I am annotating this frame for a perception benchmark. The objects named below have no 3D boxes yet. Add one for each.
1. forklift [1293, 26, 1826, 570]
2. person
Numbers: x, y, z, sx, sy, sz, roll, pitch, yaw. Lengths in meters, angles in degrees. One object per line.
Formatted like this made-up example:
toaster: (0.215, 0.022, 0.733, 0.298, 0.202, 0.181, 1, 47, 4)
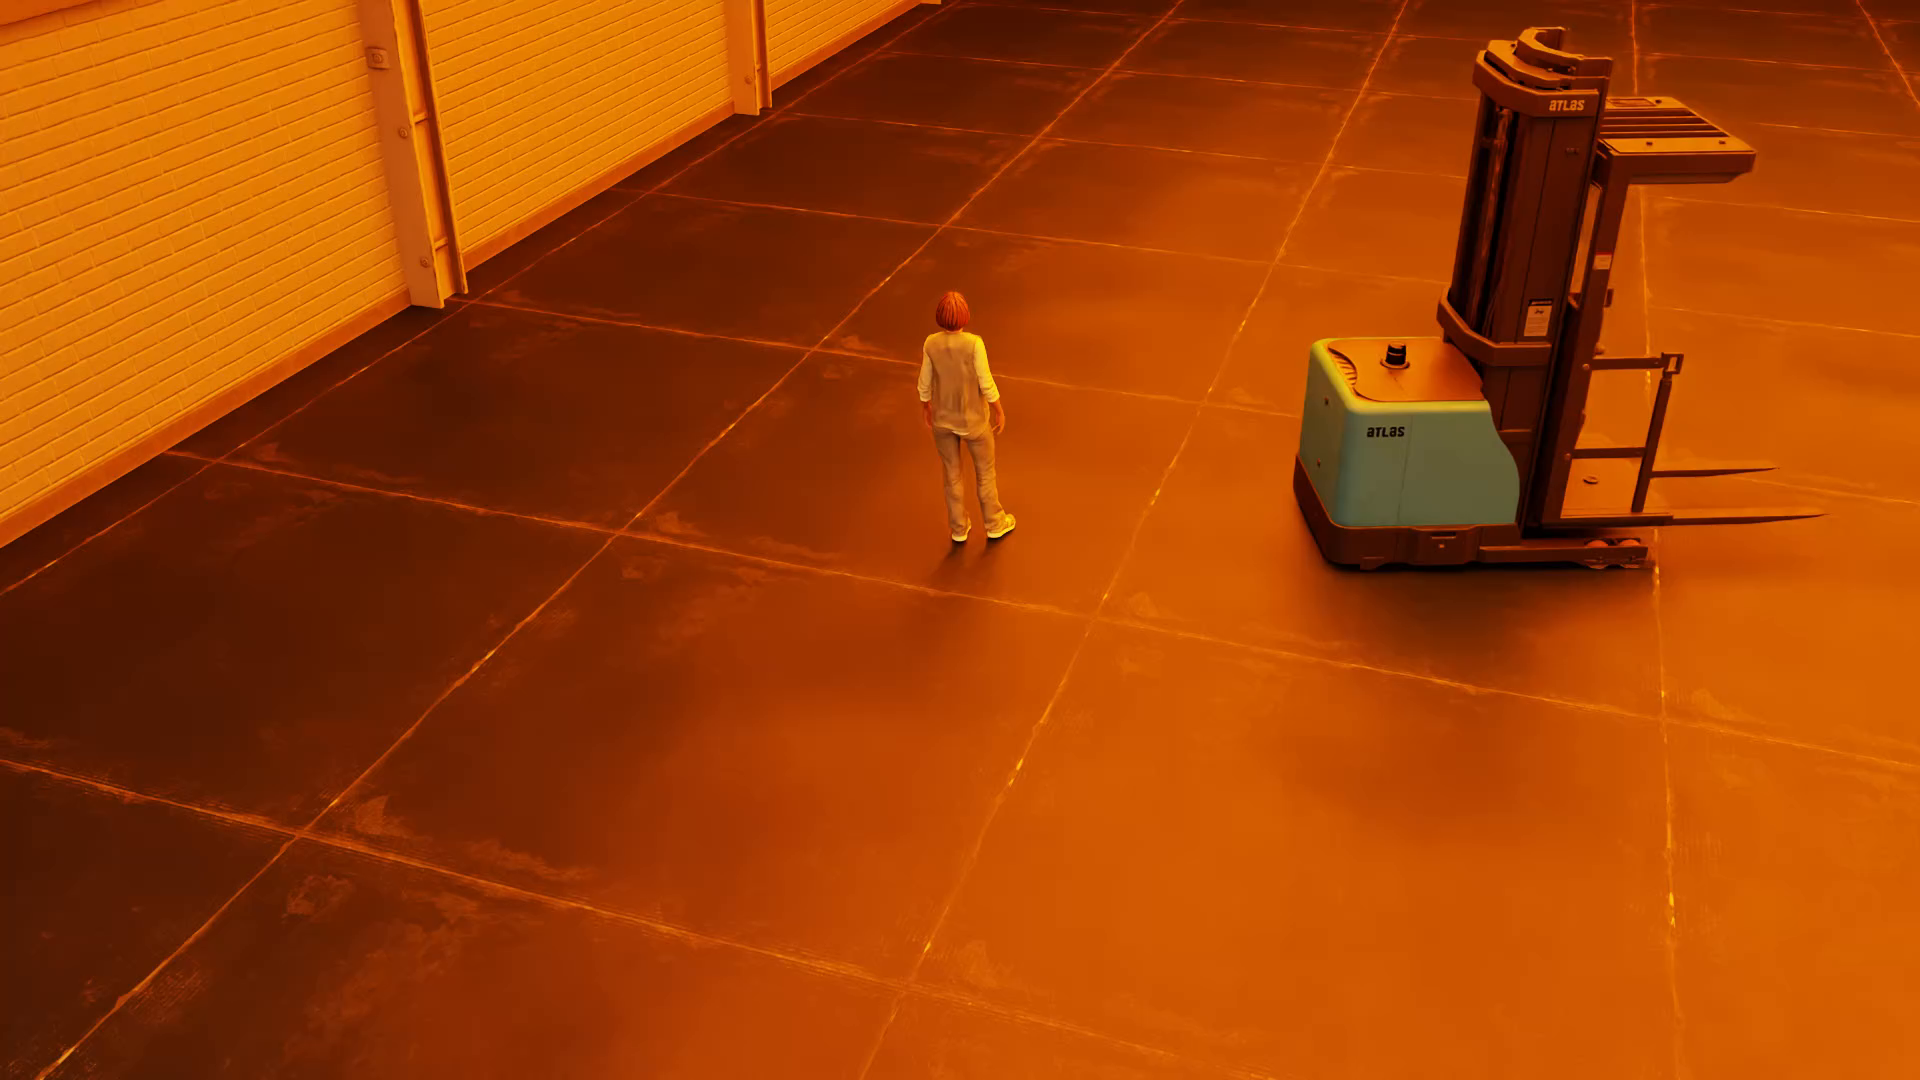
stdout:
forklift: (3.640, -1.363, 9.527, 3.031, 2.935, 1.130, -1, 30, -2)
person: (0.037, -0.732, 9.753, 0.520, 1.597, 0.475, 10, 31, 16)
